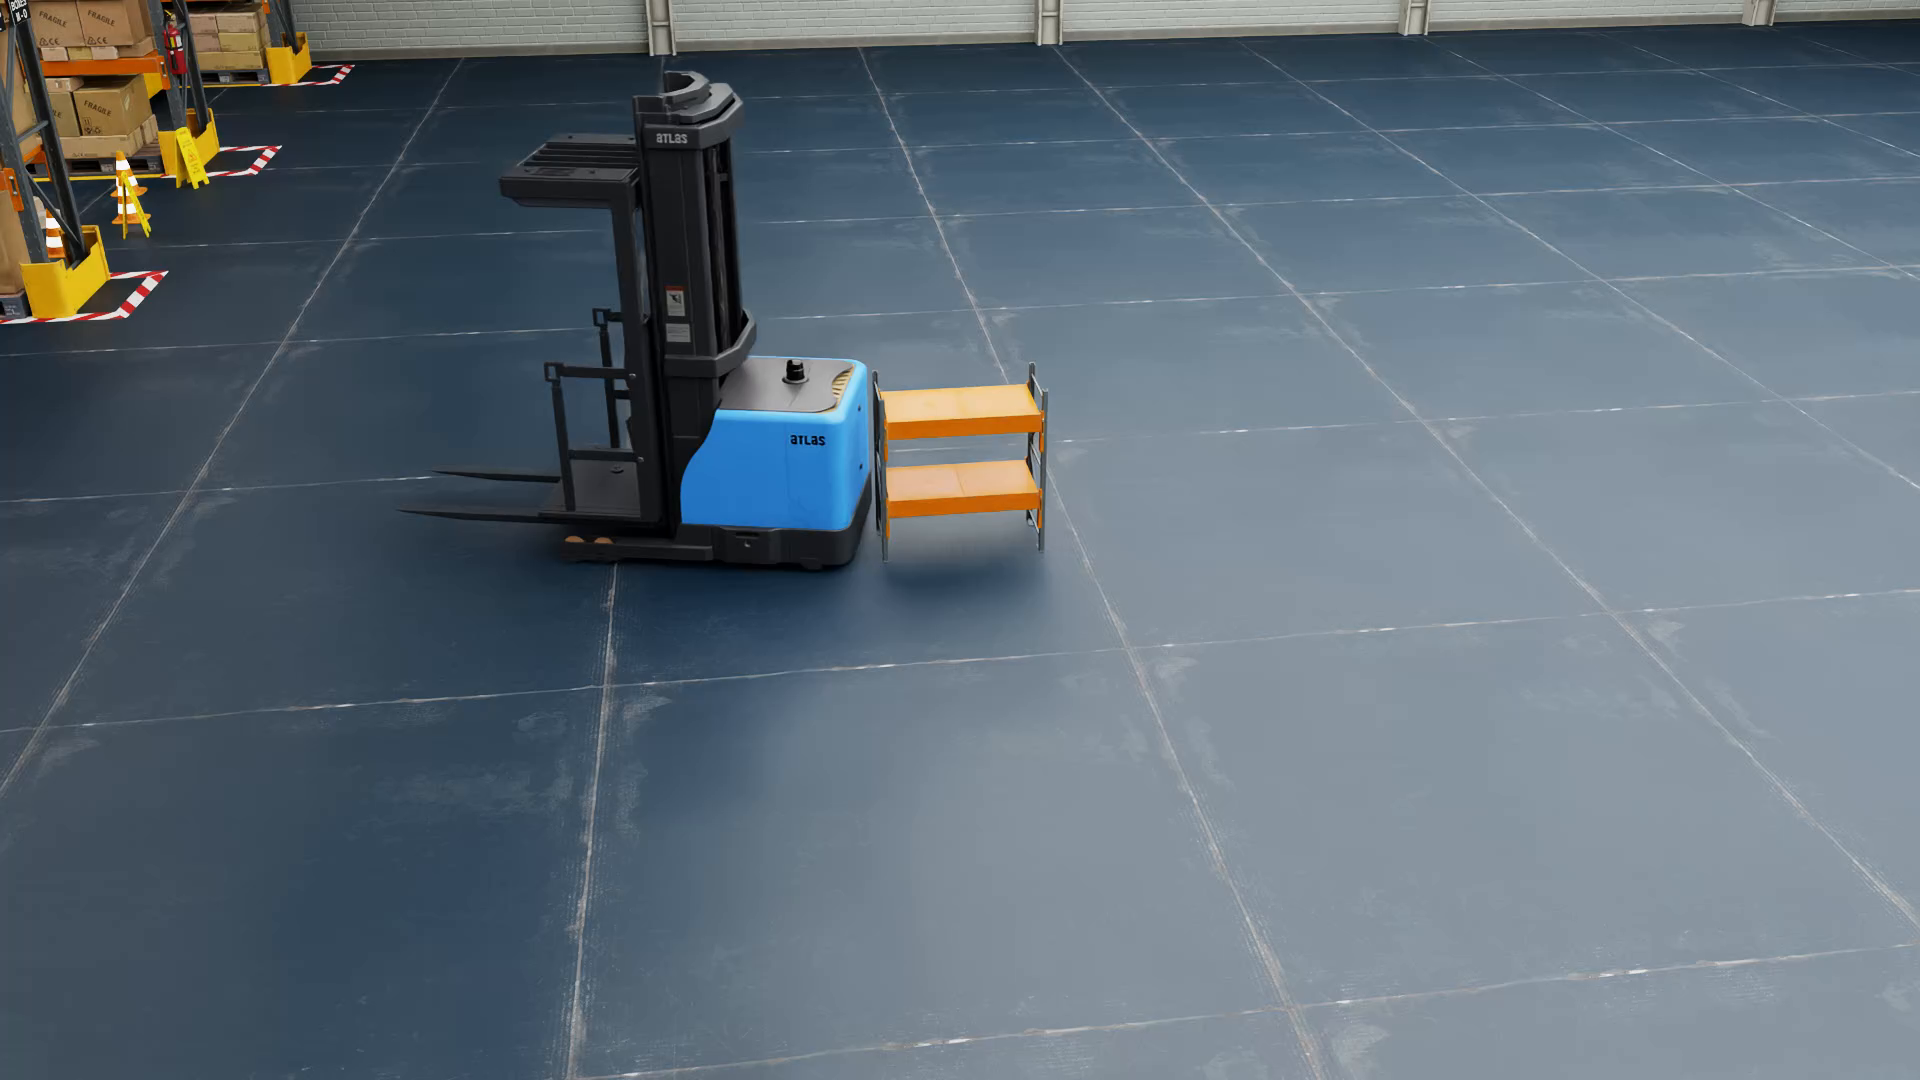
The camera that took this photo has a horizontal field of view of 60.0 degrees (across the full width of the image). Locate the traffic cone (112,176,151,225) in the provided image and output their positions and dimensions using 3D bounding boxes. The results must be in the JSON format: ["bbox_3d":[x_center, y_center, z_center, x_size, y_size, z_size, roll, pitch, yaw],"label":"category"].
[{"bbox_3d":[-8.735,-3.582,17.427,0.334,0.463,0.336,-4,27,-7],"label":"traffic cone"}]

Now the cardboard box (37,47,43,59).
[{"bbox_3d":[-10.337,-5.513,18.687,0.250,0.149,0.380,-3,27,-6],"label":"cardboard box"}]

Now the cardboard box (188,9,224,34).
[{"bbox_3d":[-10.592,-7.248,23.249,0.500,0.250,0.500,-3,27,-6],"label":"cardboard box"}]

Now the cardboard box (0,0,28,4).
[{"bbox_3d":[-10.448,-6.184,18.188,0.500,0.500,0.700,-4,27,-8],"label":"cardboard box"}]

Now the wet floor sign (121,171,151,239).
[{"bbox_3d":[-8.437,-3.419,16.910,0.232,0.644,0.267,-8,28,-16],"label":"wet floor sign"}]

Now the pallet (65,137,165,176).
[{"bbox_3d":[-9.865,-4.520,19.531,1.213,0.211,1.003,-4,27,-7],"label":"pallet"}]

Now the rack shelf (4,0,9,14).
[{"bbox_3d":[-10.171,-4.457,13.856,4.000,0.370,1.077,-4,27,-7],"label":"rack shelf"}]

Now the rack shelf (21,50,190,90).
[{"bbox_3d":[-10.960,-5.354,18.889,4.000,0.370,1.077,-4,27,-7],"label":"rack shelf"}]

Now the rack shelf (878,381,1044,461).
[{"bbox_3d":[-0.007,-0.760,10.561,1.000,0.278,0.538,-4,27,-7],"label":"rack shelf"}]

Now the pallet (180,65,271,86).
[{"bbox_3d":[-10.427,-6.737,23.851,1.213,0.211,1.003,-4,27,-7],"label":"pallet"}]

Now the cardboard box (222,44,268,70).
[{"bbox_3d":[-10.096,-6.836,23.541,0.500,0.250,0.500,-3,27,-7],"label":"cardboard box"}]

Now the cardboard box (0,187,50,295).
[{"bbox_3d":[-8.852,-2.739,14.871,0.875,0.875,0.875,-4,27,-7],"label":"cardboard box"}]

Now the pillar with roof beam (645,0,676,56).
[{"bbox_3d":[-3.949,-9.513,19.635,0.400,9.000,9.100,-4,27,-7],"label":"pillar with roof beam"}]

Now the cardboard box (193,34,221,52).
[{"bbox_3d":[-10.612,-7.032,23.375,0.500,0.250,0.500,-4,27,-8],"label":"cardboard box"}]

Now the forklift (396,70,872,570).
[{"bbox_3d":[-2.148,-1.386,10.444,3.031,2.935,1.130,3,27,5],"label":"forklift"}]

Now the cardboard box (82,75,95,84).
[{"bbox_3d":[-10.358,-5.135,19.405,0.500,0.500,0.500,-5,28,-9],"label":"cardboard box"}]

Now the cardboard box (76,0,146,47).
[{"bbox_3d":[-9.479,-5.819,18.572,0.500,0.500,0.500,-4,27,-8],"label":"cardboard box"}]

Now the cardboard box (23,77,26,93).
[{"bbox_3d":[-10.602,-5.134,18.692,0.250,0.149,0.380,-3,27,-5],"label":"cardboard box"}]

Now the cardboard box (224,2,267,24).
[{"bbox_3d":[-10.177,-7.508,23.757,0.500,0.250,0.500,-4,27,-8],"label":"cardboard box"}]

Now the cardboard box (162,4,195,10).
[{"bbox_3d":[-11.168,-7.448,23.639,0.500,0.250,0.500,-4,27,-7],"label":"cardboard box"}]

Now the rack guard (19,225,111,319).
[{"bbox_3d":[-8.166,-2.459,15.198,0.348,0.500,1.175,-4,27,-7],"label":"rack guard"}]

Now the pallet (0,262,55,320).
[{"bbox_3d":[-8.971,-2.243,15.093,1.213,0.211,1.003,-4,27,-7],"label":"pallet"}]

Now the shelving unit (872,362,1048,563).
[{"bbox_3d":[-0.007,-0.500,10.695,1.048,1.125,0.538,-4,27,-7],"label":"shelving unit"}]

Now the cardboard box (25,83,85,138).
[{"bbox_3d":[-10.253,-4.895,18.937,0.500,0.500,0.500,-3,27,-5],"label":"cardboard box"}]

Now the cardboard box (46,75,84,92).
[{"bbox_3d":[-10.091,-5.165,18.752,0.250,0.149,0.380,-3,27,-6],"label":"cardboard box"}]

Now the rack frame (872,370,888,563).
[{"bbox_3d":[-0.510,-0.468,10.632,0.032,1.125,0.500,-4,27,-7],"label":"rack frame"}]

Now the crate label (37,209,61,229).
[{"bbox_3d":[-9.504,-3.359,17.349,0.298,0.136,0.250,-20,33,-33],"label":"crate label"}]

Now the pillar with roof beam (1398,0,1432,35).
[{"bbox_3d":[7.934,-10.276,21.122,0.400,9.000,9.100,-4,27,-7],"label":"pillar with roof beam"}]

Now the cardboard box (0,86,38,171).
[{"bbox_3d":[-8.551,-3.593,14.504,0.550,0.550,0.875,-4,27,-7],"label":"cardboard box"}]

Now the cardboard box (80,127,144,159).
[{"bbox_3d":[-9.767,-4.590,19.165,0.500,0.250,0.500,-4,27,-7],"label":"cardboard box"}]

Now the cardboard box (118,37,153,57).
[{"bbox_3d":[-9.320,-5.569,18.796,0.250,0.149,0.380,-3,27,-5],"label":"cardboard box"}]

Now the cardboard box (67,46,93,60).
[{"bbox_3d":[-9.813,-5.496,18.654,0.250,0.149,0.380,-4,27,-8],"label":"cardboard box"}]

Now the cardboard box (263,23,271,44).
[{"bbox_3d":[-10.170,-7.295,23.888,0.500,0.250,0.500,-3,27,-6],"label":"cardboard box"}]

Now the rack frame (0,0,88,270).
[{"bbox_3d":[-8.190,-3.570,14.624,0.127,3.000,1.000,-4,27,-7],"label":"rack frame"}]

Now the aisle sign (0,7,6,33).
[{"bbox_3d":[-8.078,-4.596,13.775,0.004,0.787,0.394,-4,27,-7],"label":"aisle sign"}]

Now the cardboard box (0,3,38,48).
[{"bbox_3d":[-10.471,-5.759,18.455,0.500,0.500,0.500,-4,27,-7],"label":"cardboard box"}]

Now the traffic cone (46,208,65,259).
[{"bbox_3d":[-8.914,-3.050,16.389,0.334,0.463,0.336,-4,27,-7],"label":"traffic cone"}]

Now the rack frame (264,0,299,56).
[{"bbox_3d":[-9.675,-8.045,23.346,0.127,3.000,1.000,-4,27,-7],"label":"rack frame"}]
